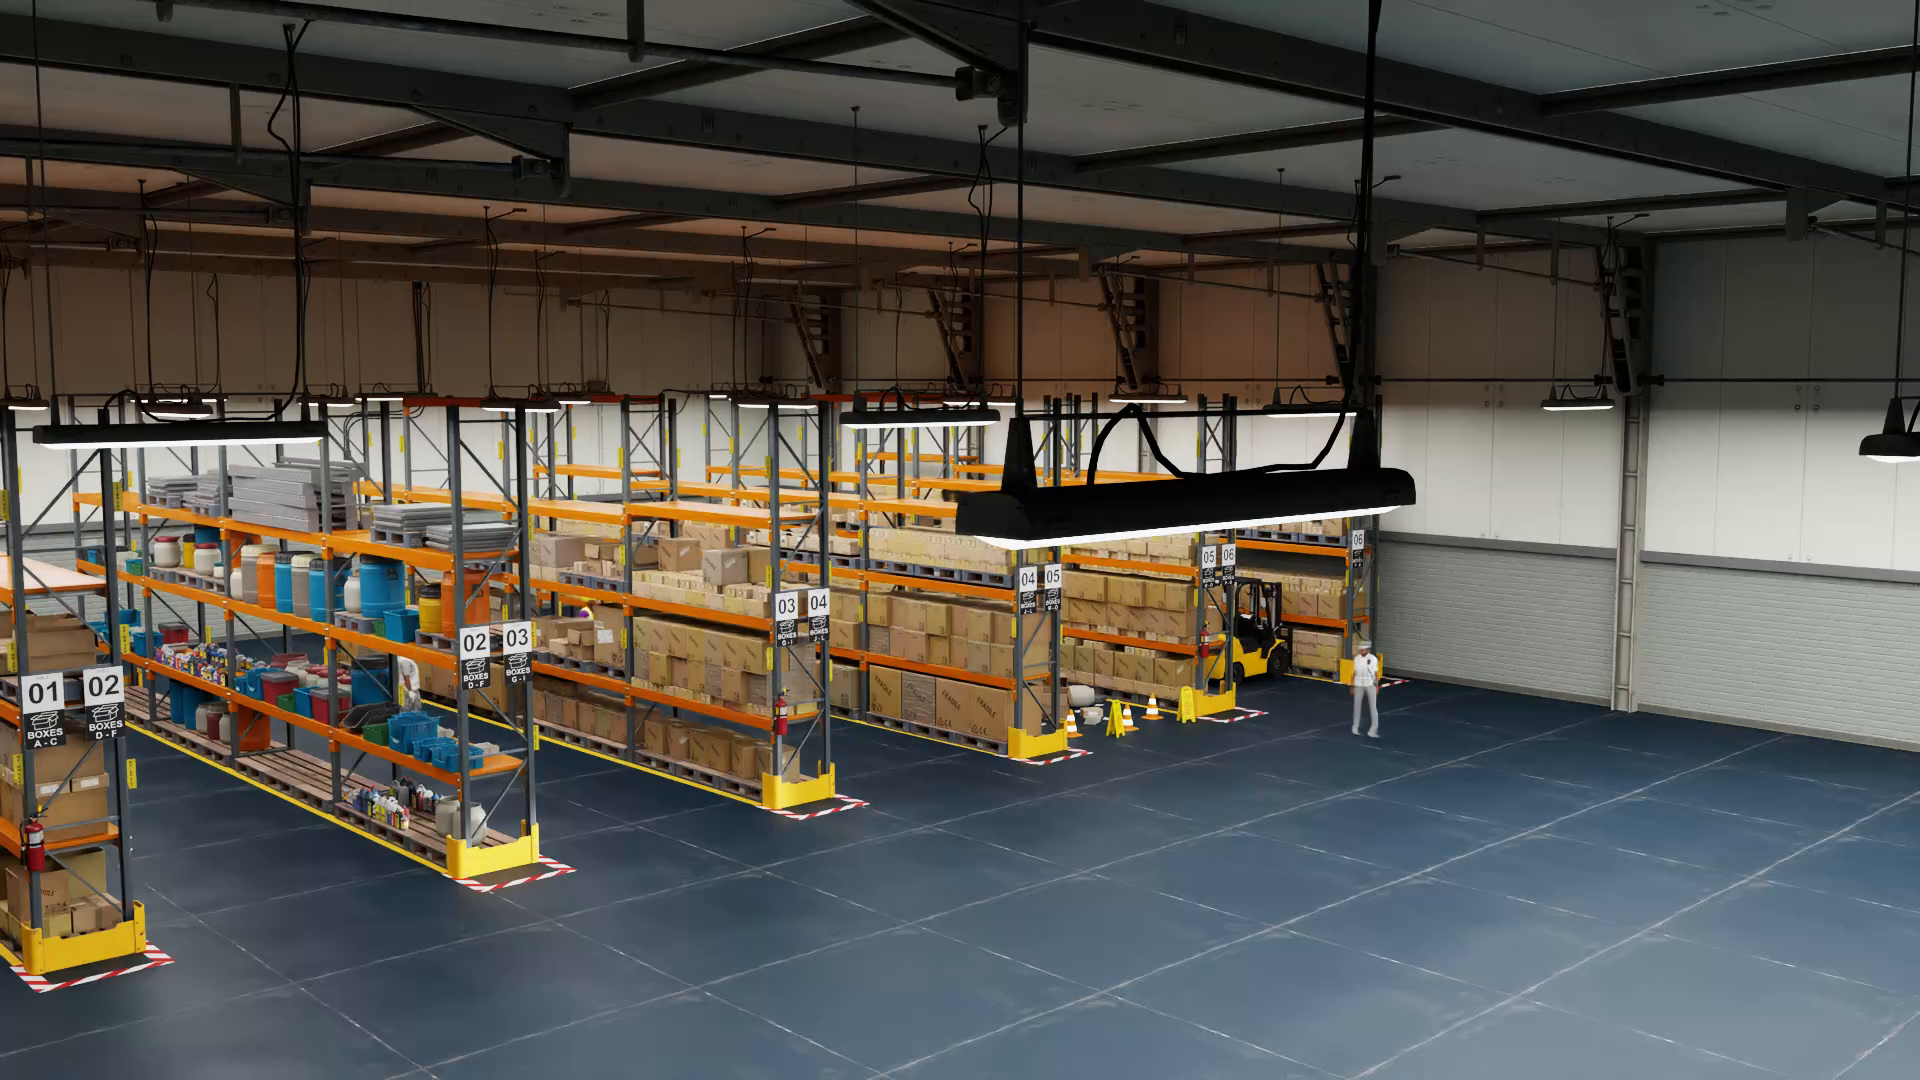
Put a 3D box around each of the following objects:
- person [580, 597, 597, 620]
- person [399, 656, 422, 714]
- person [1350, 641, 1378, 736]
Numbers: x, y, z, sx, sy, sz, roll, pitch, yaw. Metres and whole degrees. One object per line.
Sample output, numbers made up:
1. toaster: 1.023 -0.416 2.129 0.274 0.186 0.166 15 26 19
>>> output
1. person: -7.879 2.015 35.532 0.504 1.702 1.030 -4 7 -37
2. person: -9.562 2.636 29.108 0.595 1.785 0.595 0 6 1
3. person: 7.199 2.634 29.651 0.496 1.672 0.395 3 6 26
